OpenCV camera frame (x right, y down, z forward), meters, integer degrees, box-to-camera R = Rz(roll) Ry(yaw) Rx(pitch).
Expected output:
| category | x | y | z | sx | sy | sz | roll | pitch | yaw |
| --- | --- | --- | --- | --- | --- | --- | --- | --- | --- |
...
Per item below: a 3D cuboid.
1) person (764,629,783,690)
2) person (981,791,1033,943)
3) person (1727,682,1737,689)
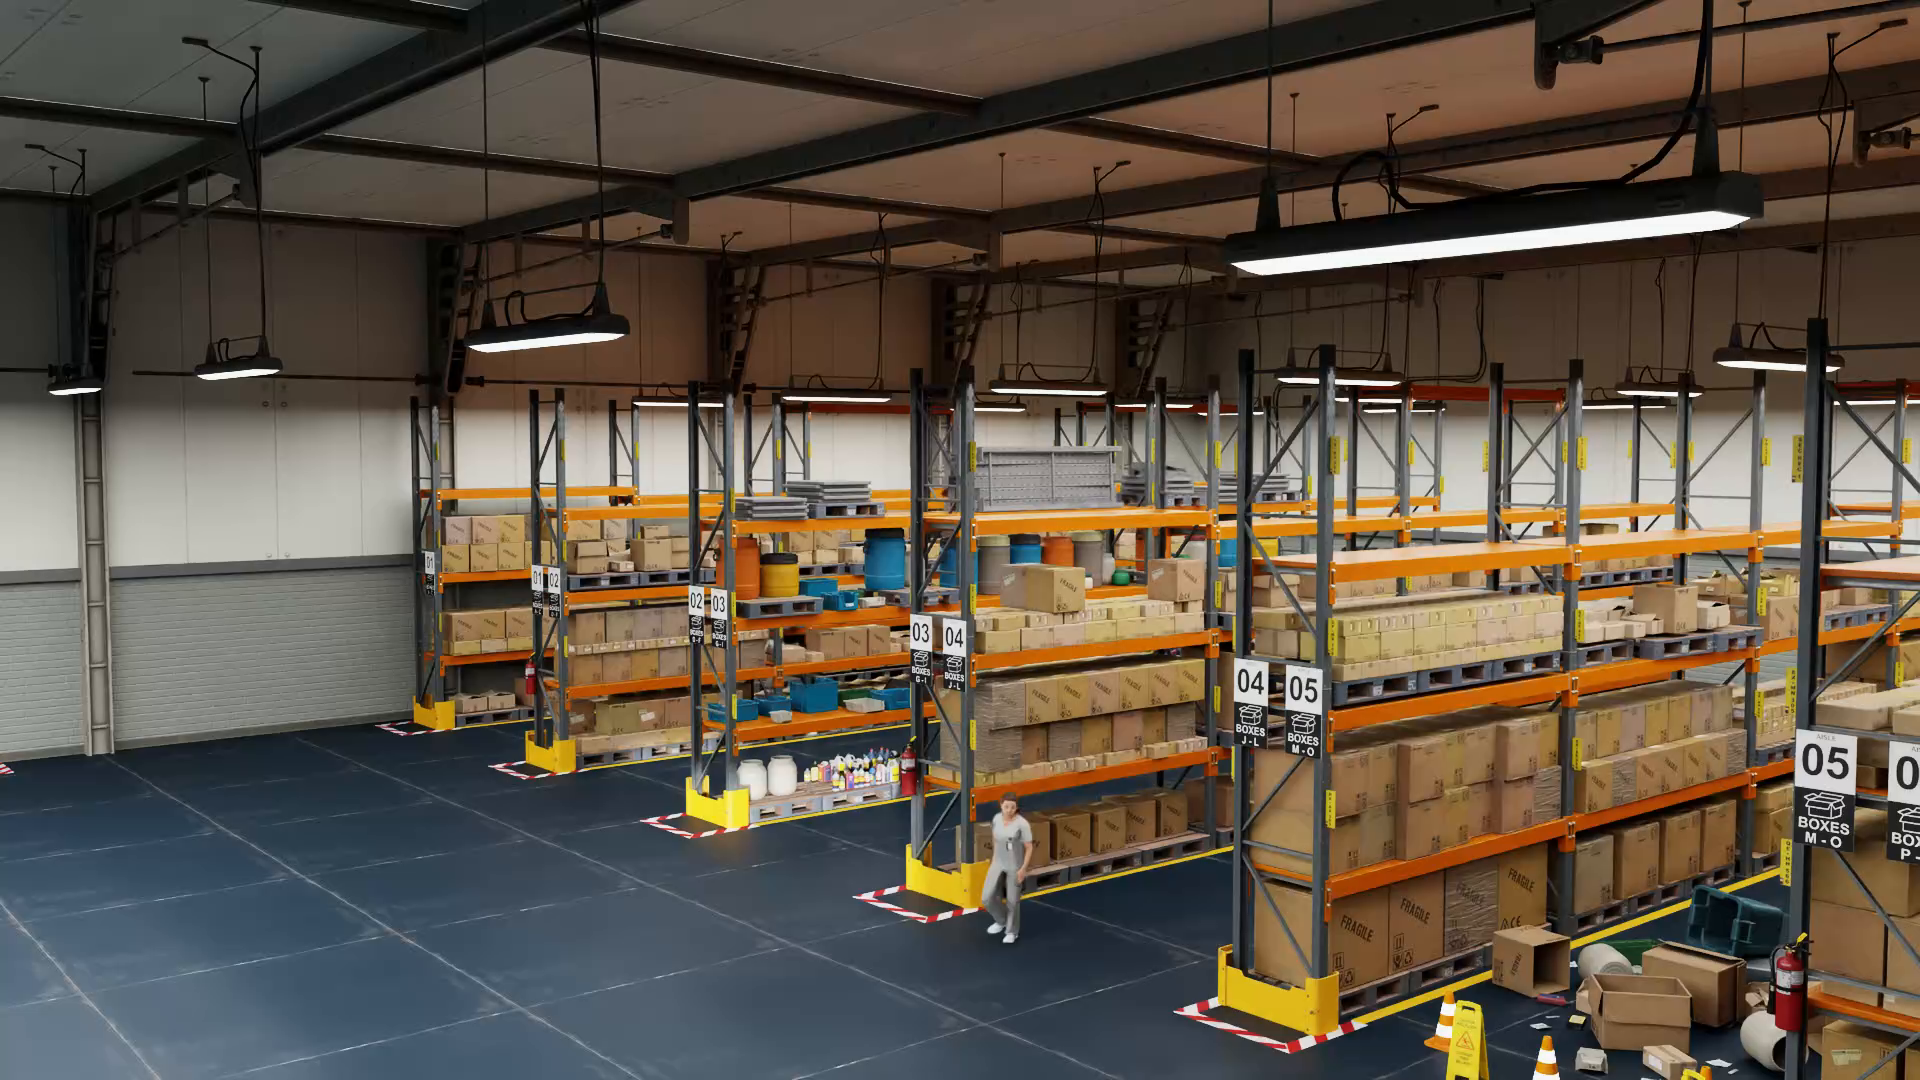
| category | x | y | z | sx | sy | sz | roll | pitch | yaw |
| --- | --- | --- | --- | --- | --- | --- | --- | --- | --- |
| person | -3.610 | 2.469 | 31.789 | 0.600 | 1.664 | 0.941 | 2 | 4 | 34 |
| person | 0.510 | 3.346 | 16.989 | 0.562 | 1.626 | 0.625 | 1 | 4 | 22 |
| person | 11.092 | 2.896 | 23.934 | 0.661 | 1.724 | 0.701 | -2 | 4 | -36 |
